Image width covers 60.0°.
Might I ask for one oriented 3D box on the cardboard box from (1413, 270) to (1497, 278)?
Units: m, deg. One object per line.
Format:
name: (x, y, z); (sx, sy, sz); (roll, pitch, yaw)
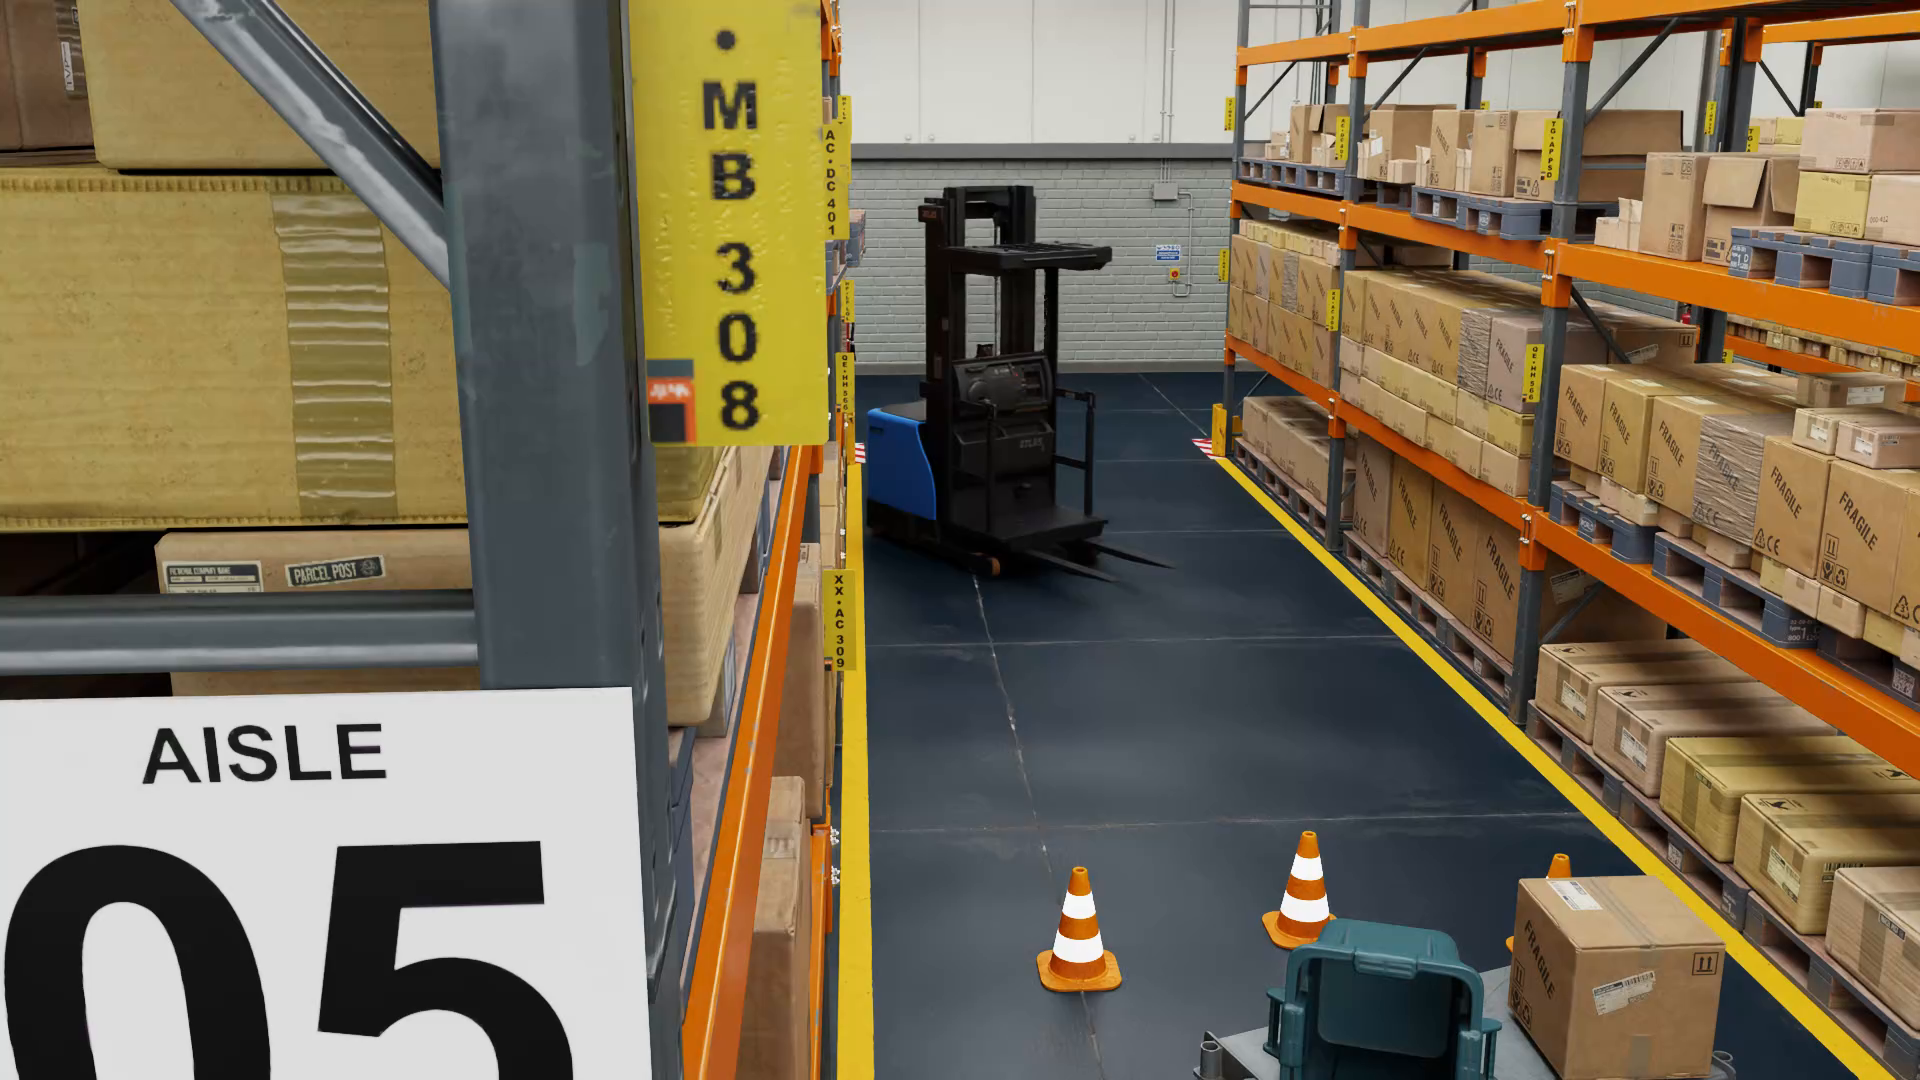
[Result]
cardboard box: (3.791, -1.801, 12.799); (0.500, 0.500, 0.500); (0, 14, -2)

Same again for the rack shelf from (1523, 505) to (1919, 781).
rack shelf: (3.885, 0.465, 7.642); (1.077, 0.370, 4.000); (-1, 14, -3)

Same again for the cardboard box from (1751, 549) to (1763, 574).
cardboard box: (3.738, 0.088, 7.327); (0.380, 0.149, 0.250); (-1, 14, -5)

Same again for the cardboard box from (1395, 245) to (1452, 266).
cardboard box: (3.752, -2.305, 13.455); (0.380, 0.149, 0.250); (-1, 14, -4)

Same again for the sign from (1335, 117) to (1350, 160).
sign: (2.959, -3.108, 12.870); (0.100, 0.325, 0.005); (-1, 14, -3)

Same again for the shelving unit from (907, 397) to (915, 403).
shelving unit: (-0.343, -0.720, 14.717); (0.215, 1.050, 0.252); (3, 15, 10)

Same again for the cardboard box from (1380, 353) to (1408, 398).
cardboard box: (3.324, -1.176, 11.875); (0.500, 0.250, 0.500); (-1, 14, -3)

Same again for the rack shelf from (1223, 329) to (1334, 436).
rack shelf: (3.389, -1.524, 15.375); (1.077, 0.370, 4.000); (-1, 14, -3)

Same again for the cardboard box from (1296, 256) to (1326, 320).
cardboard box: (3.185, -2.148, 14.146); (0.500, 0.500, 0.500); (-1, 14, -4)

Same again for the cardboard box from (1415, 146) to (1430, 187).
cardboard box: (3.277, -2.507, 11.156); (0.396, 0.266, 0.258); (0, 14, 1)

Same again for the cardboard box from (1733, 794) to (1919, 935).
cardboard box: (3.926, 1.374, 7.096); (0.950, 0.372, 0.625); (0, 14, 0)

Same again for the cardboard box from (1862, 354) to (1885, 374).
cardboard box: (8.117, -1.535, 14.478); (0.380, 0.149, 0.250); (-1, 14, -2)

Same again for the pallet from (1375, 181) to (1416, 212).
pallet: (3.619, -2.508, 12.119); (0.805, 0.209, 1.217); (-1, 15, -6)

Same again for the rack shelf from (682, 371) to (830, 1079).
rack shelf: (-0.802, 0.109, 3.008); (1.077, 0.370, 4.000); (-1, 14, -3)

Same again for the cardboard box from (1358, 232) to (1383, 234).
cardboard box: (3.677, -2.684, 14.929); (0.380, 0.149, 0.250); (-1, 14, -3)

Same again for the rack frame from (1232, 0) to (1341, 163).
rack frame: (3.265, -5.276, 16.471); (1.000, 3.000, 0.127); (-1, 14, -3)

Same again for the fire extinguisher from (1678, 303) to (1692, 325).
fire extinguisher: (7.748, -2.259, 17.691); (0.296, 0.674, 0.183); (-1, 14, -3)

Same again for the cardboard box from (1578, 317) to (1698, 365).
cardboard box: (3.974, -1.040, 9.840); (0.500, 0.500, 0.500); (-1, 14, -5)

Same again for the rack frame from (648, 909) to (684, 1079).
rack frame: (-0.678, 1.710, 1.359); (1.000, 3.000, 0.127); (-1, 14, -3)

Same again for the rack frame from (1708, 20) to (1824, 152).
rack frame: (8.219, -5.353, 16.773); (1.000, 3.000, 0.127); (-1, 14, -3)

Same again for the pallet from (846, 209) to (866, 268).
pallet: (-1.081, -1.481, 8.122); (1.213, 0.211, 1.003); (0, 14, -1)

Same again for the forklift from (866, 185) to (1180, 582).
forklift: (0.475, -1.258, 13.034); (1.130, 2.935, 3.031); (-10, 18, -35)

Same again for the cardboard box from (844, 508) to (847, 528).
cardboard box: (-1.123, -0.192, 13.632); (0.380, 0.149, 0.250); (-2, 15, -6)

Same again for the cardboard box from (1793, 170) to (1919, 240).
cardboard box: (3.771, -1.365, 6.750); (0.500, 0.250, 0.500); (-1, 14, -3)

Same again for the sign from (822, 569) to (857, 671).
sign: (-0.372, 0.249, 5.142); (0.100, 0.325, 0.005); (-1, 14, -3)

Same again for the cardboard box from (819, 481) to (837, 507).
cardboard box: (-0.817, 0.029, 7.694); (0.500, 0.500, 0.500); (-1, 14, -4)

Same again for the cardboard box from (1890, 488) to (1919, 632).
cardboard box: (3.751, 0.107, 5.951); (0.500, 0.500, 0.500); (-1, 14, -4)

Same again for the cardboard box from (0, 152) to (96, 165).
cardboard box: (-0.987, -0.183, 1.358); (0.500, 0.250, 0.500); (-1, 14, -3)

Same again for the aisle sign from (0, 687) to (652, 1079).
aisle sign: (-0.374, 0.465, 0.984); (0.394, 0.787, 0.004); (-1, 14, -3)

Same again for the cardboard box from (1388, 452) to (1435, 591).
cardboard box: (3.695, -0.172, 12.098); (0.875, 0.875, 0.875); (0, 14, -2)

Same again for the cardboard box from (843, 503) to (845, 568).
cardboard box: (-1.124, -0.087, 12.517); (0.500, 0.500, 0.500); (-1, 14, -5)

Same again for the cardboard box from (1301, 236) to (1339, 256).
cardboard box: (3.177, -2.548, 14.400); (0.380, 0.149, 0.250); (-1, 14, -4)

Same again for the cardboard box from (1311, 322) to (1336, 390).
cardboard box: (3.229, -1.535, 13.773); (0.500, 0.500, 0.500); (-1, 14, -3)

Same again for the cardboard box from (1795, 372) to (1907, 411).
cardboard box: (4.144, -0.688, 7.739); (0.380, 0.149, 0.250); (-2, 15, -6)

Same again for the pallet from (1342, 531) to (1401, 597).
pallet: (3.636, 0.166, 12.959); (1.003, 0.211, 1.213); (-1, 14, -3)

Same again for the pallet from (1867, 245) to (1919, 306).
pallet: (4.077, -0.903, 5.872); (1.213, 0.211, 1.003); (-1, 14, -3)

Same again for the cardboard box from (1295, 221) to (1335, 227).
cardboard box: (3.527, -3.068, 16.422); (0.380, 0.149, 0.250); (-1, 14, -2)

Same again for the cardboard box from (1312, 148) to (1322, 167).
cardboard box: (3.137, -3.178, 13.799); (0.380, 0.149, 0.250); (-1, 14, -2)

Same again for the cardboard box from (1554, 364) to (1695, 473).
cardboard box: (3.557, -0.661, 8.935); (0.500, 0.500, 0.500); (-1, 14, -5)

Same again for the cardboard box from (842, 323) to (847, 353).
cardboard box: (-1.234, -1.842, 14.369); (0.500, 0.500, 0.500); (-1, 14, -5)

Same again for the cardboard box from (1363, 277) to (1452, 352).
cardboard box: (3.312, -1.668, 12.283); (0.500, 0.500, 0.500); (-1, 14, -4)

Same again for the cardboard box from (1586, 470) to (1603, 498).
cardboard box: (3.579, -0.308, 8.864); (0.380, 0.149, 0.250); (-2, 15, -7)

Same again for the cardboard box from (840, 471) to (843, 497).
cardboard box: (-1.104, -0.321, 11.921); (0.500, 0.250, 0.500); (0, 14, -1)

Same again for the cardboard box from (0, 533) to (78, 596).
cardboard box: (-1.052, -0.012, 1.496); (0.380, 0.149, 0.250); (-1, 14, -3)

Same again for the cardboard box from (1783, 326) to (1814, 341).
cardboard box: (8.097, -2.024, 15.577); (0.500, 0.250, 0.500); (-1, 14, -5)

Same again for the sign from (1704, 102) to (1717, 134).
sign: (7.677, -4.315, 17.005); (0.100, 0.325, 0.005); (-1, 14, -3)

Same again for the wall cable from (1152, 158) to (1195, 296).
wall cable: (2.892, -4.279, 22.537); (0.585, 1.953, 0.123); (-1, 14, -3)

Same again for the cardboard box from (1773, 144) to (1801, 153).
cardboard box: (8.045, -3.604, 15.697); (0.500, 0.250, 0.500); (-1, 14, -5)

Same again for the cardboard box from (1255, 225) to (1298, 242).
cardboard box: (3.034, -2.929, 15.881); (0.380, 0.149, 0.250); (-1, 14, -5)

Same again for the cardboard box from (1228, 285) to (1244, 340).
cardboard box: (3.008, -2.295, 16.725); (0.500, 0.500, 0.500); (-1, 14, -4)

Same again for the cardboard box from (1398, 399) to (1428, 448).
cardboard box: (3.348, -0.808, 11.450); (0.500, 0.250, 0.500); (-1, 14, -4)

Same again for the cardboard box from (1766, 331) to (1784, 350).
cardboard box: (7.996, -1.919, 15.969); (0.380, 0.149, 0.250); (-1, 14, -5)
